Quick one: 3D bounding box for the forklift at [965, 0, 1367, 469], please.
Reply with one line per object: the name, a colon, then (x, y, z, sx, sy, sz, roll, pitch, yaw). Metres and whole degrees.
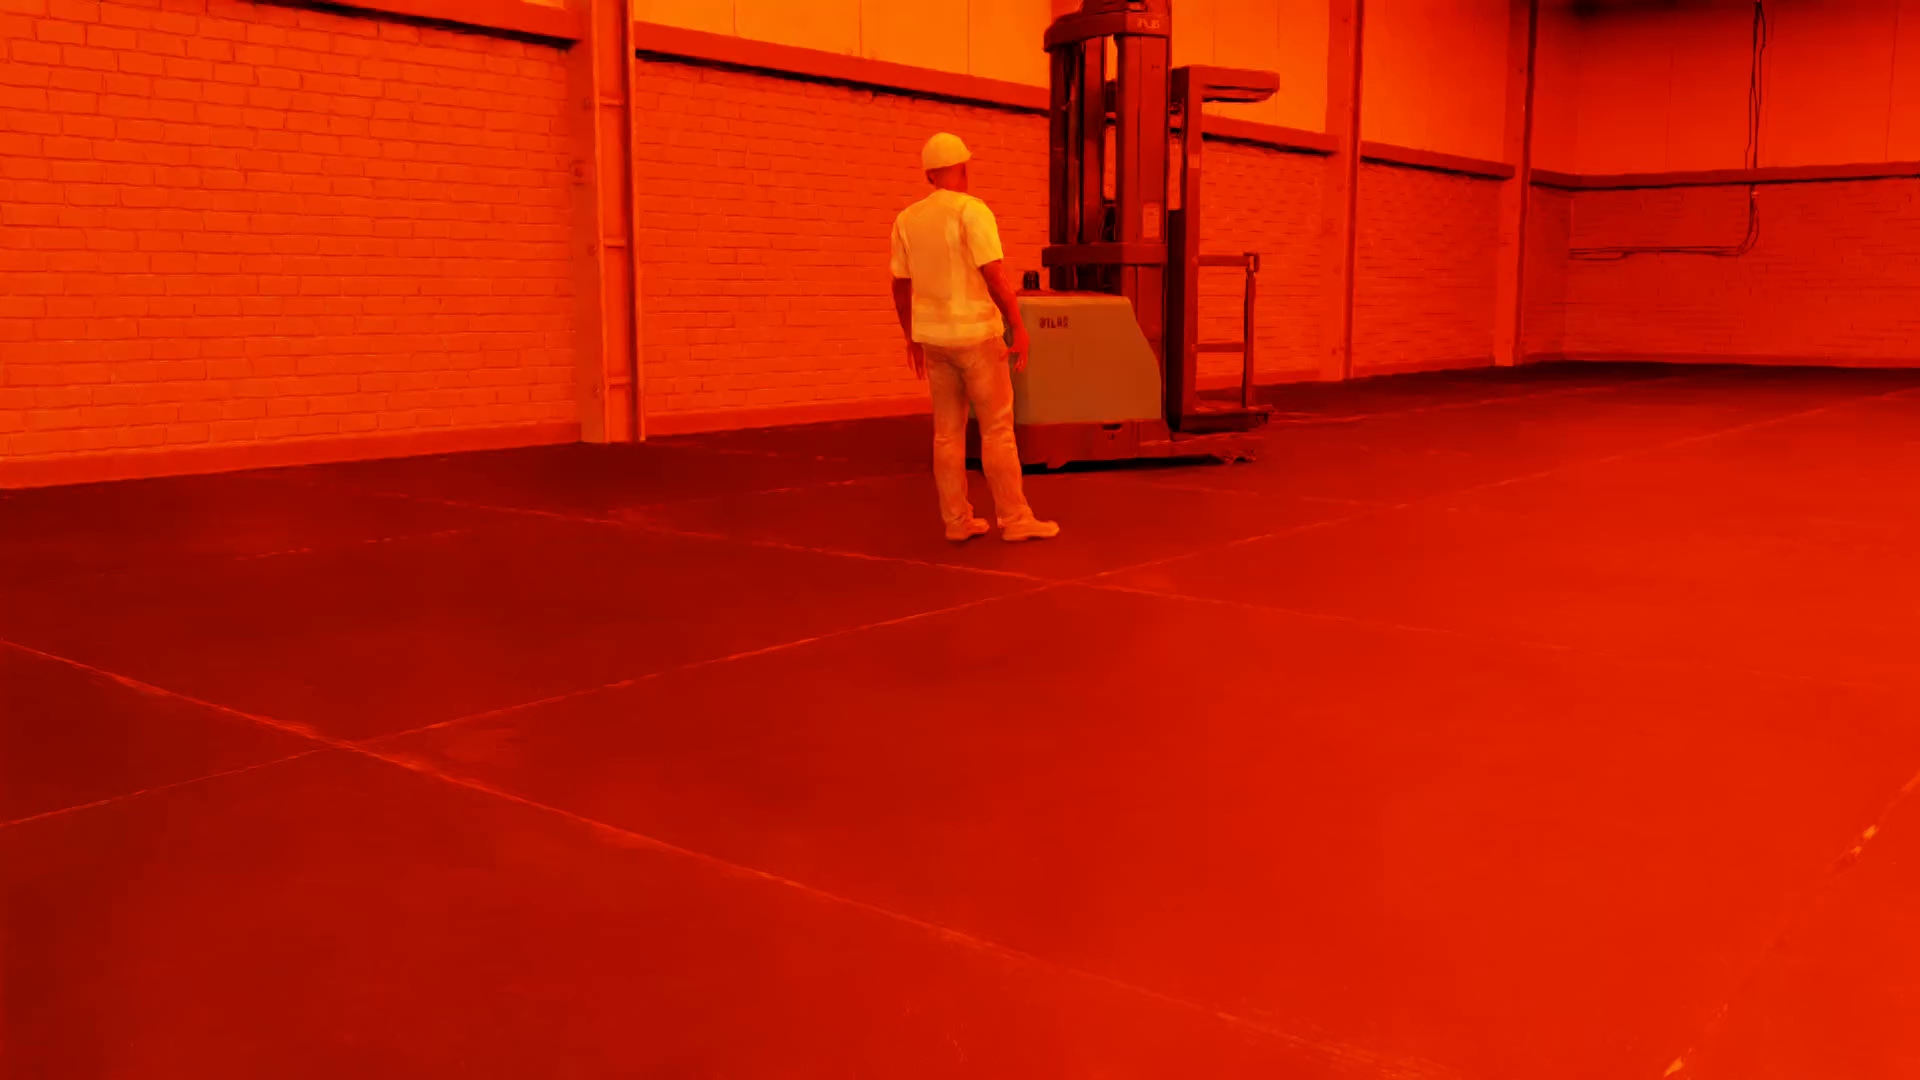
forklift: (1.403, -2.014, 11.044, 3.031, 2.935, 1.130, -5, 10, -31)

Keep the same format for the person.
person: (0.048, -0.888, 7.326, 0.665, 1.766, 0.576, 7, 11, 38)
